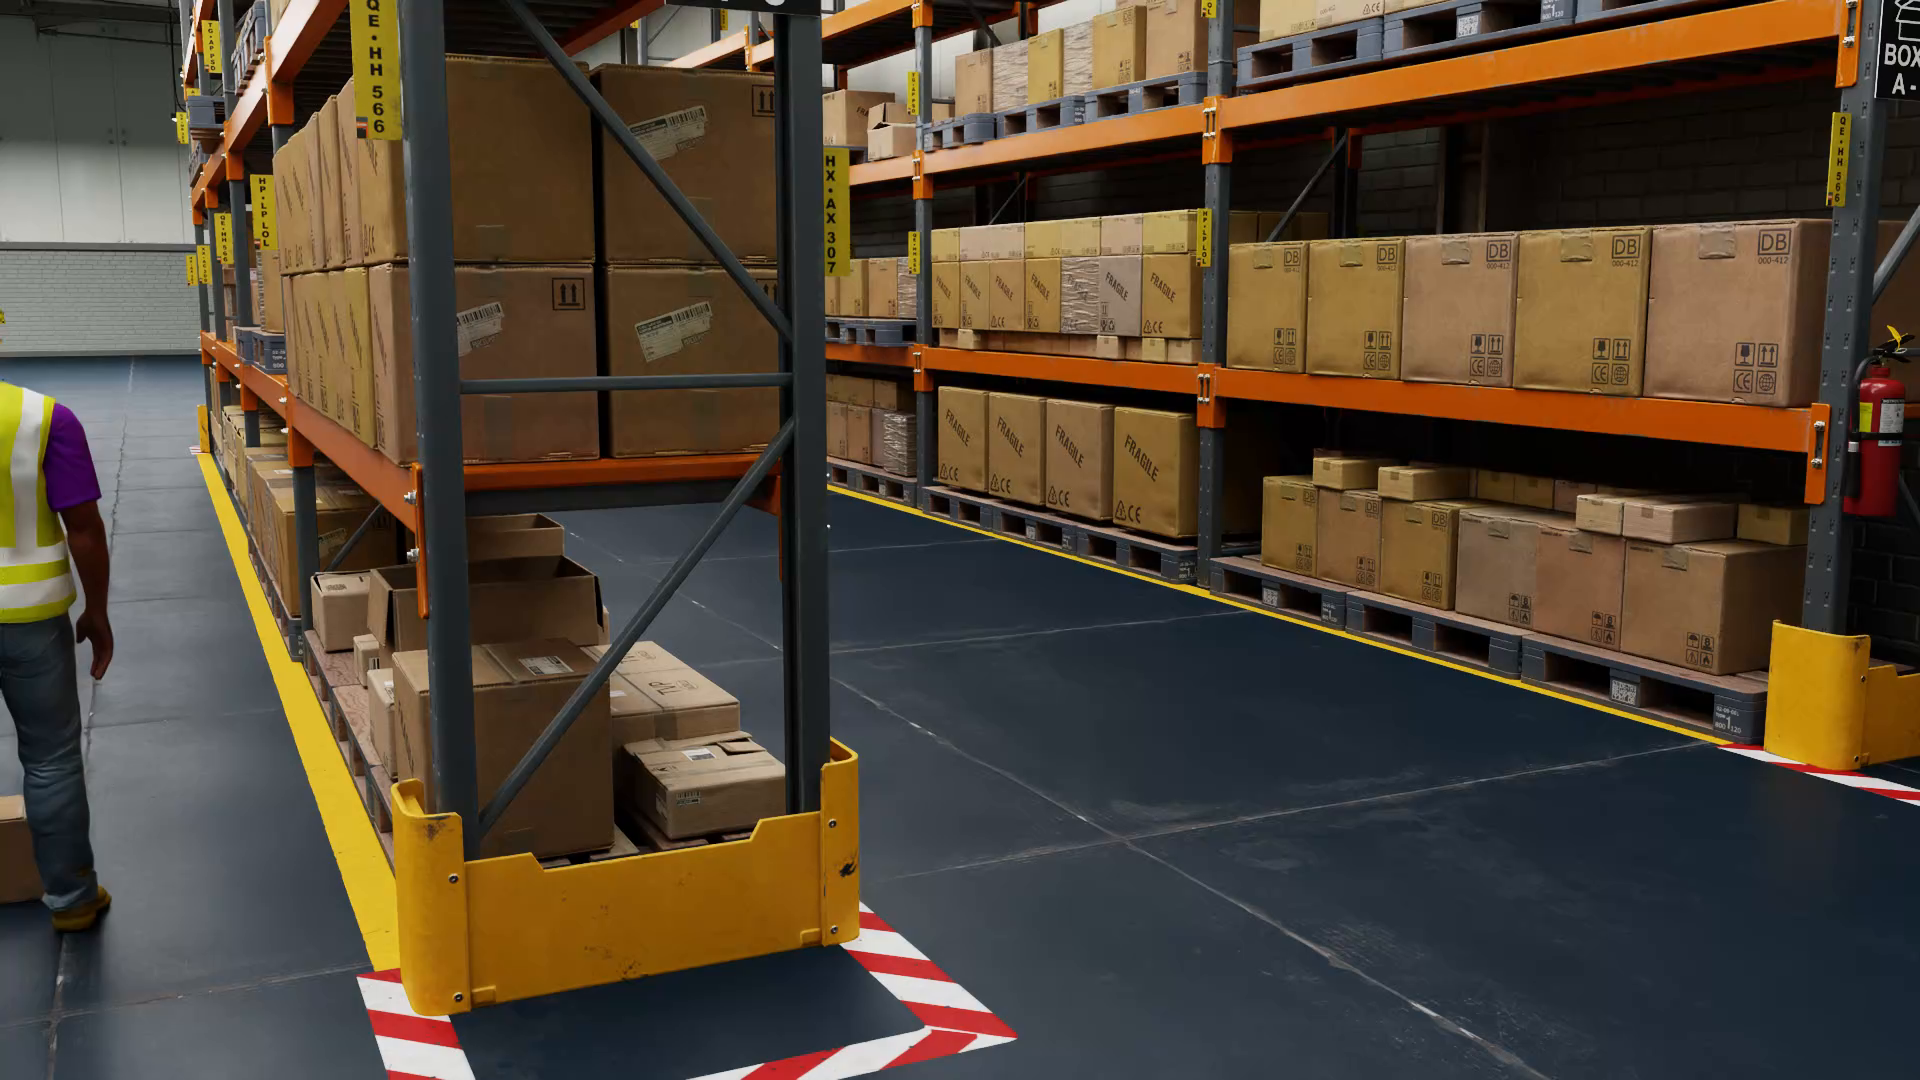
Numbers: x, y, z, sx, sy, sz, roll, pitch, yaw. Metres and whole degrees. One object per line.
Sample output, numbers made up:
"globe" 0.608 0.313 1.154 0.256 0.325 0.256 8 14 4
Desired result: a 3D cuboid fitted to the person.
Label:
"person" -2.557 0.193 4.373 0.608 1.771 0.514 -4 9 -23
